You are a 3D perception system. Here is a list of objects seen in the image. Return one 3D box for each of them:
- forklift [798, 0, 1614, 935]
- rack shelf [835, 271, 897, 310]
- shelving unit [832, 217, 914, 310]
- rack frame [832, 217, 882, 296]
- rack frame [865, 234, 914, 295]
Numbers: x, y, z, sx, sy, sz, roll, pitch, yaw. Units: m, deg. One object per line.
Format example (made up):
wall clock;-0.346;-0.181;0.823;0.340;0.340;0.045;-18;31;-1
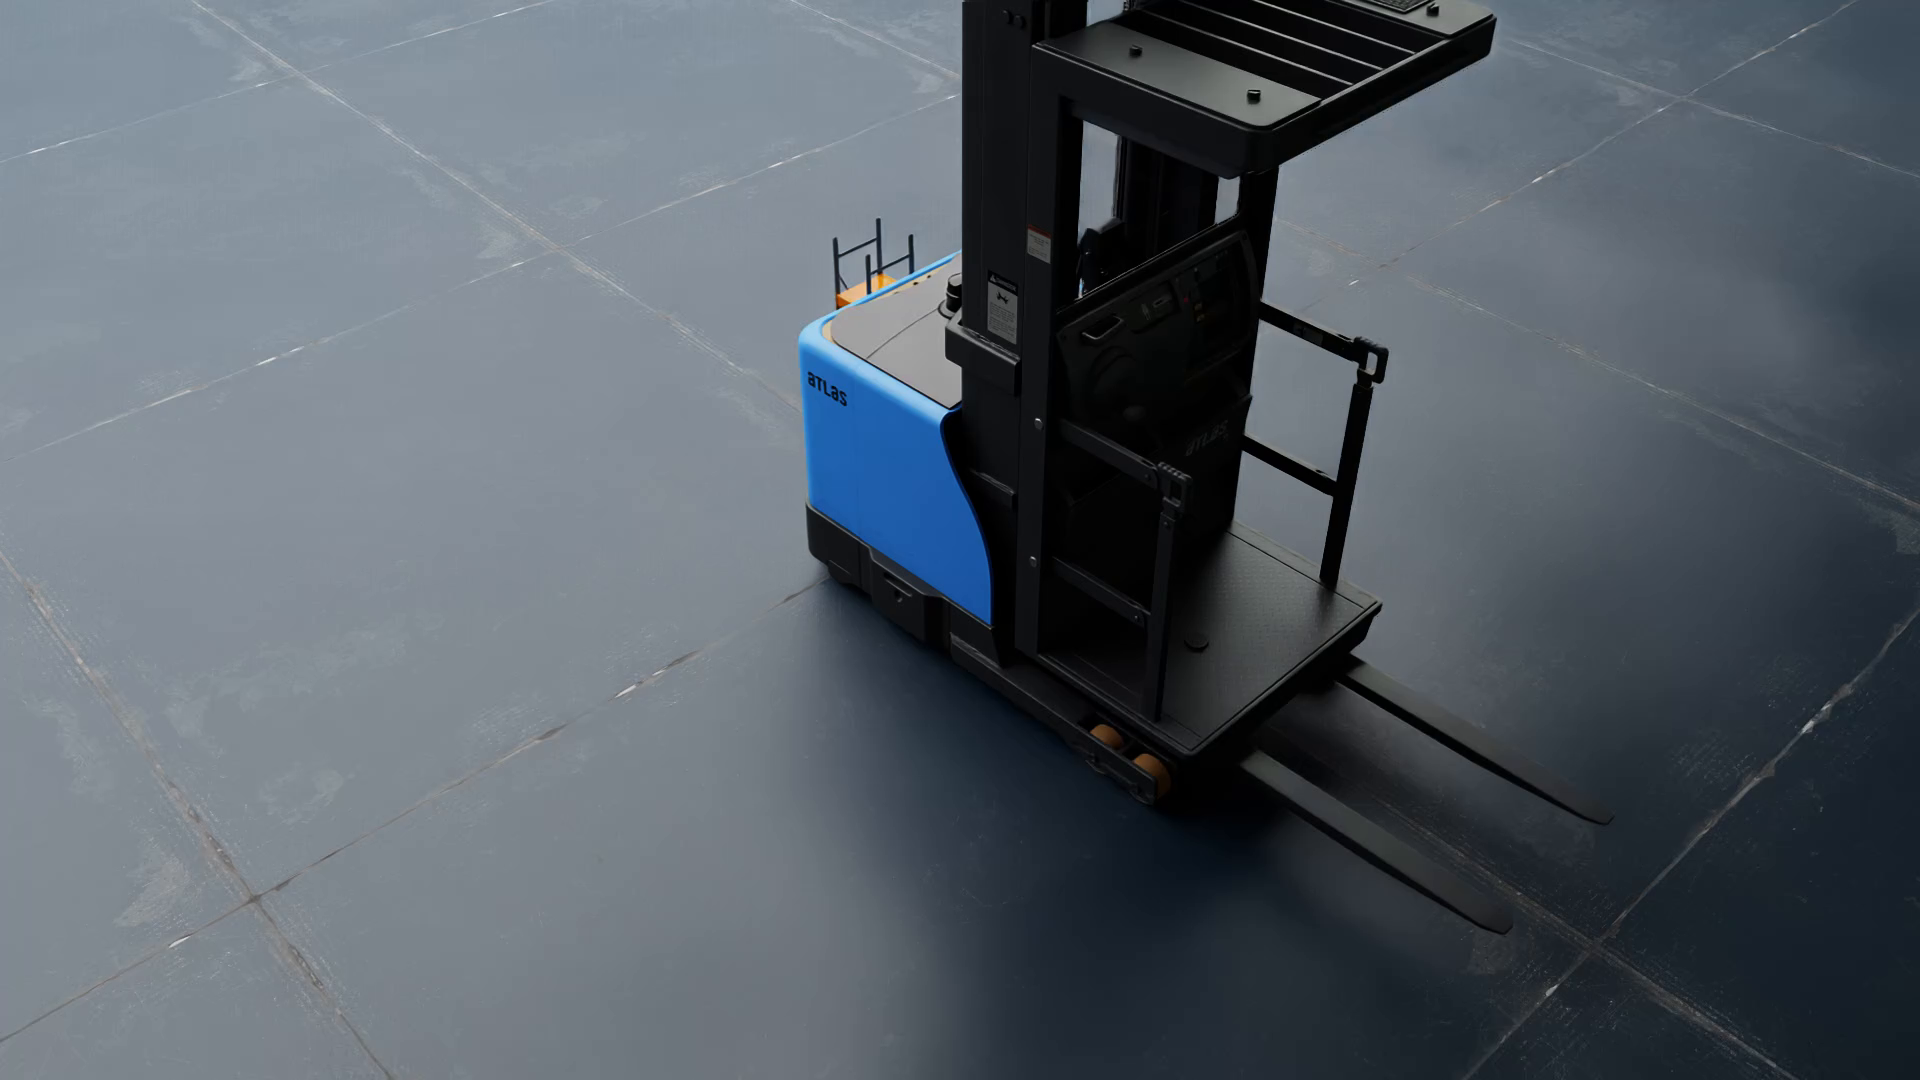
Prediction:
forklift;0.791;-0.618;5.183;1.130;2.935;3.031;-32;49;-33
rack shelf;-0.327;-0.920;6.432;0.258;0.103;0.180;-32;49;-33
shelving unit;-0.327;-0.675;6.630;0.258;1.200;0.189;-32;49;-33
rack frame;-0.392;-0.716;6.681;0.240;1.200;0.006;-32;49;-33
rack frame;-0.263;-0.634;6.580;0.240;1.200;0.006;-32;49;-33
